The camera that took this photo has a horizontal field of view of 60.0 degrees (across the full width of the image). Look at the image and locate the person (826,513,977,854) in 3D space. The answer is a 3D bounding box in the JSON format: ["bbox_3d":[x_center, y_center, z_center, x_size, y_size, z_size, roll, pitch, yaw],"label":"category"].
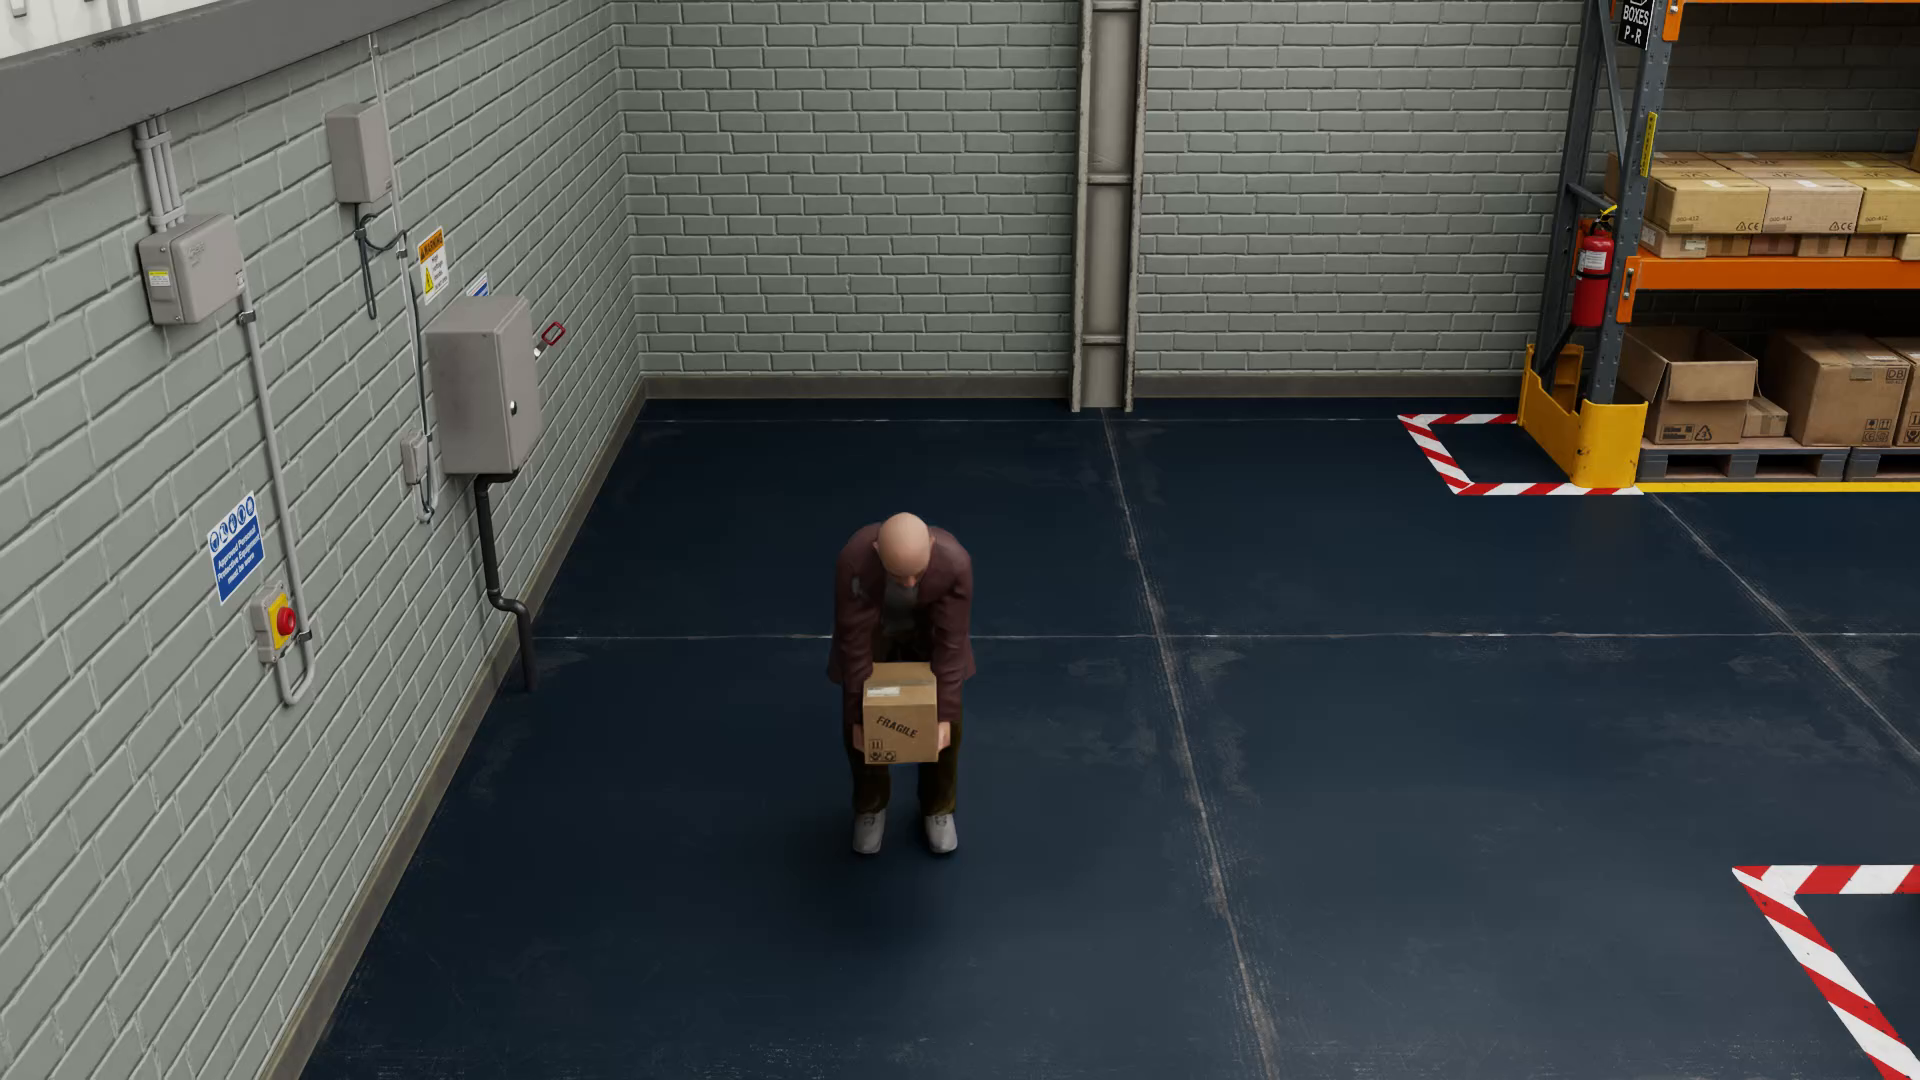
[{"bbox_3d":[-0.207,0.491,5.856,0.549,1.501,0.815,-1,24,-2],"label":"person"}]
